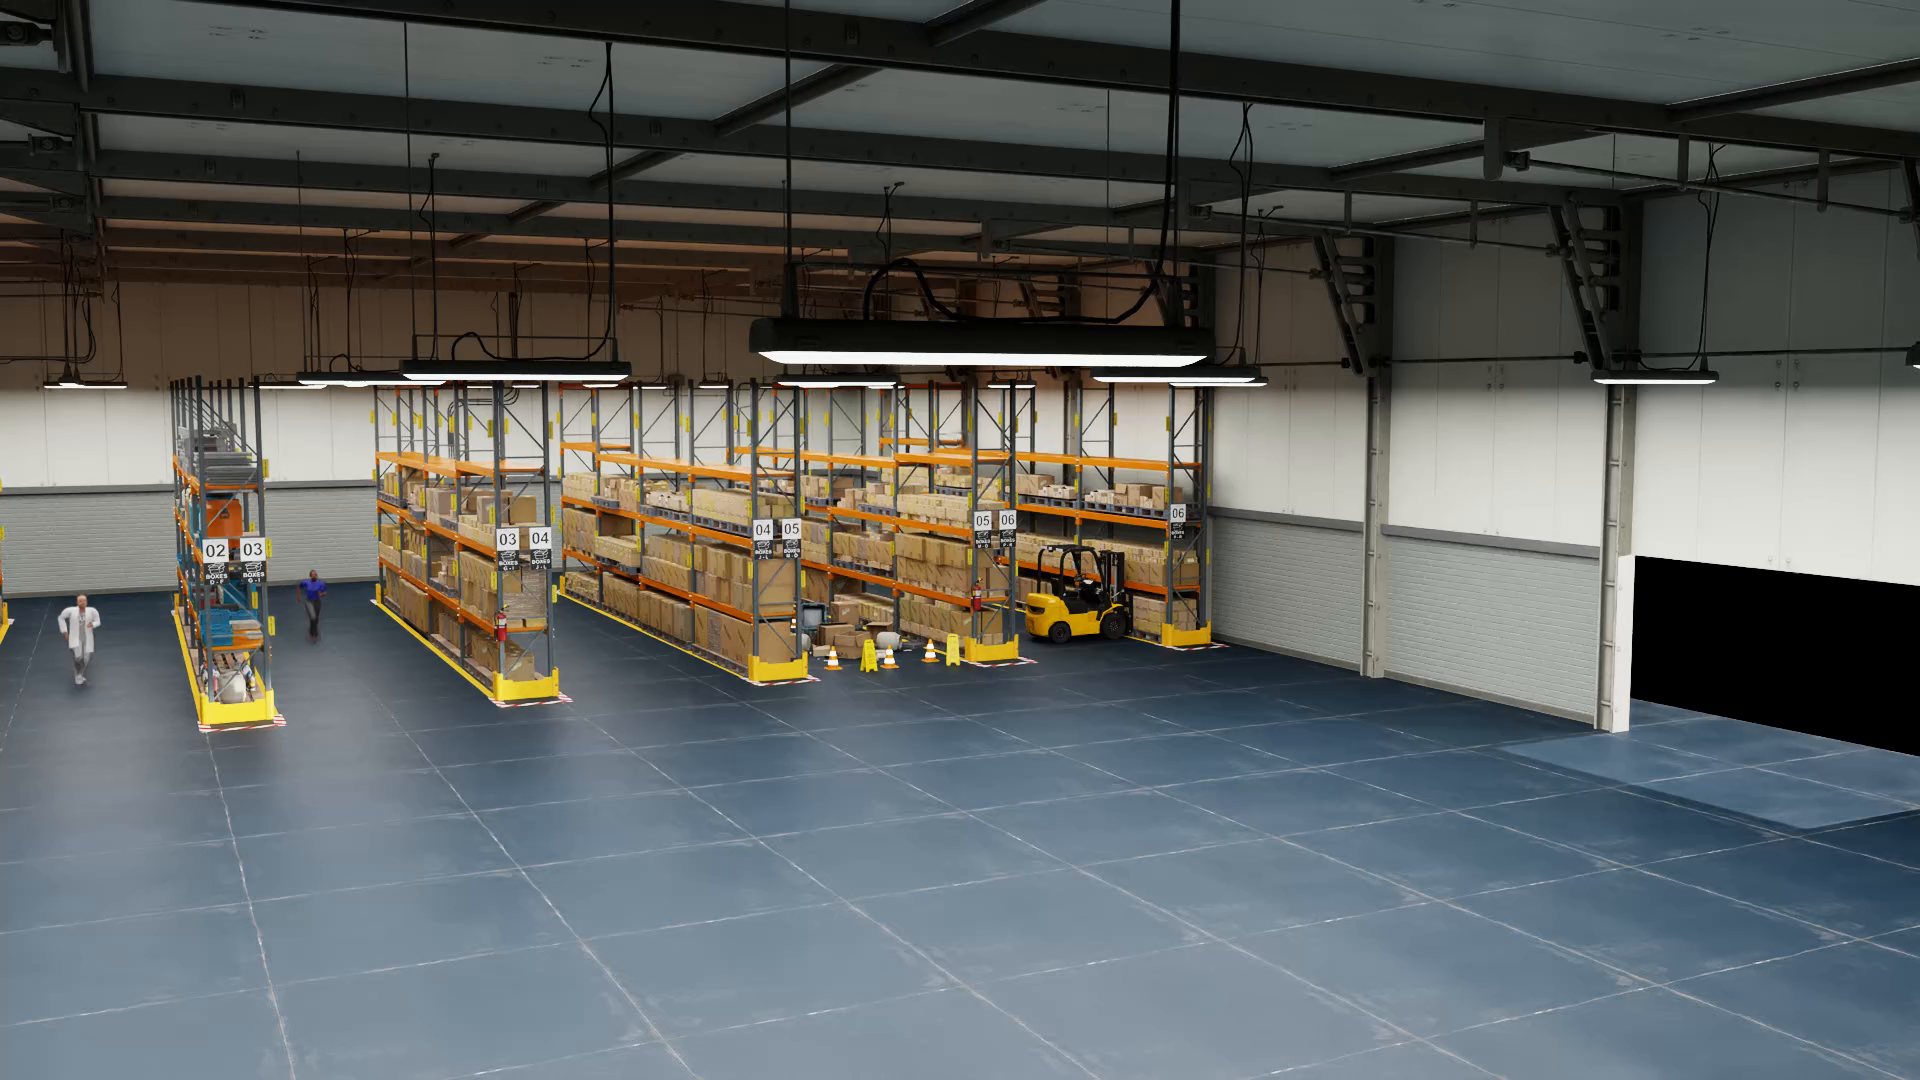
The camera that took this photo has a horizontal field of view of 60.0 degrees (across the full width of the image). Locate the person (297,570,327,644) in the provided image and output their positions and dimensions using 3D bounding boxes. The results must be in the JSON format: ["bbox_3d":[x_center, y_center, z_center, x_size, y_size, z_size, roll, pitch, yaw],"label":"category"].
[{"bbox_3d":[-14.866,1.519,38.183,0.599,1.698,0.848,-3,6,-33],"label":"person"}]

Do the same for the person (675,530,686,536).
[{"bbox_3d":[-8.446,0.420,50.245,1.026,1.693,0.710,-3,6,-34],"label":"person"}]

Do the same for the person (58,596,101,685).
[{"bbox_3d":[-17.180,1.958,32.508,0.691,1.762,0.799,-4,7,-39],"label":"person"}]
